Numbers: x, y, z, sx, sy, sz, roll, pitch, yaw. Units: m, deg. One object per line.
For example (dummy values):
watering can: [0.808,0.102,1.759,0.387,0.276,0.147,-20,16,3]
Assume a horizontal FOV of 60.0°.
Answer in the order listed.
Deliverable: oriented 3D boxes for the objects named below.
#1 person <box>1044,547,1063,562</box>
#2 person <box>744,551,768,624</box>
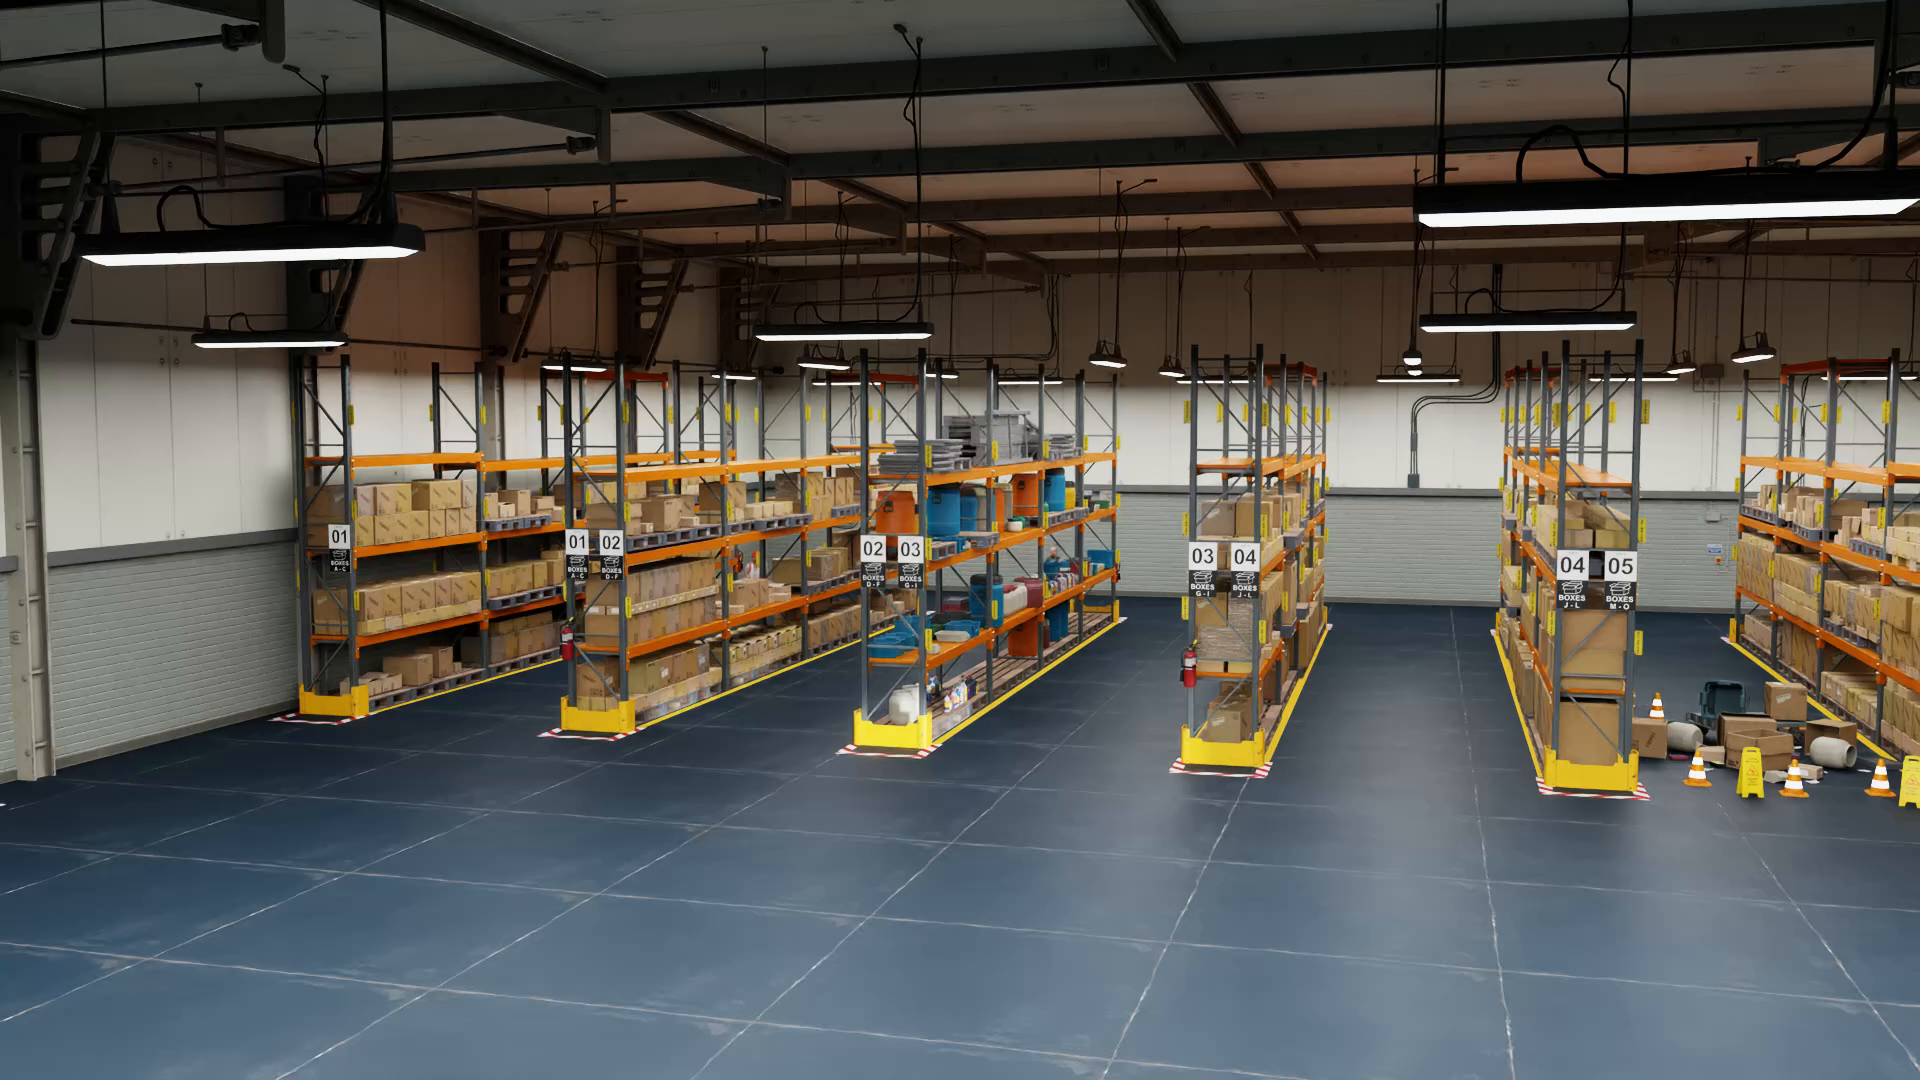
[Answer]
person: [2.325,1.061,41.824,0.548,1.591,0.961,3,5,36]
person: [-4.916,1.131,39.919,0.569,1.731,1.098,1,4,12]
